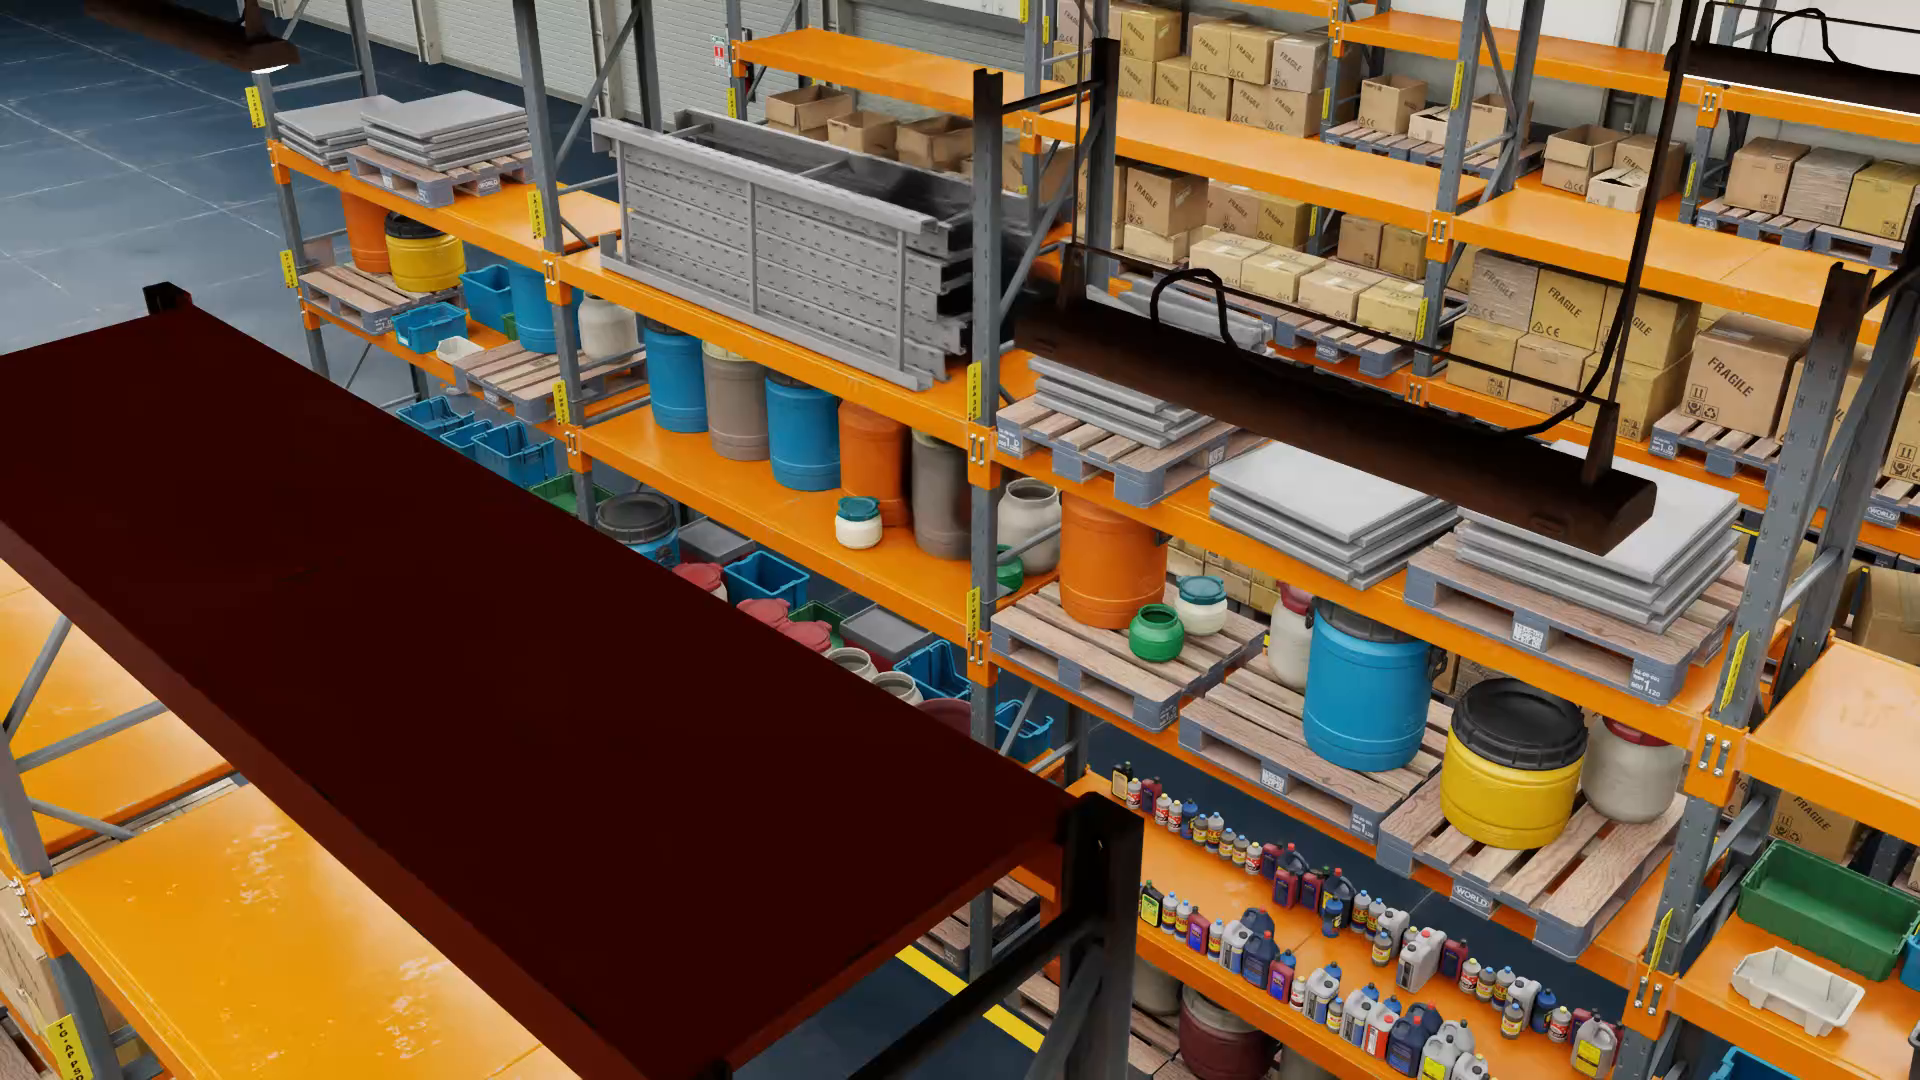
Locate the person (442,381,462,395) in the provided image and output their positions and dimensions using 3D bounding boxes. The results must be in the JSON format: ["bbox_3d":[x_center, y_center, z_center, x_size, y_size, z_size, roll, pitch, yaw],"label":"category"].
[{"bbox_3d":[-5.968,-2.420,18.815,0.624,1.660,0.593,-10,31,-17],"label":"person"}]
